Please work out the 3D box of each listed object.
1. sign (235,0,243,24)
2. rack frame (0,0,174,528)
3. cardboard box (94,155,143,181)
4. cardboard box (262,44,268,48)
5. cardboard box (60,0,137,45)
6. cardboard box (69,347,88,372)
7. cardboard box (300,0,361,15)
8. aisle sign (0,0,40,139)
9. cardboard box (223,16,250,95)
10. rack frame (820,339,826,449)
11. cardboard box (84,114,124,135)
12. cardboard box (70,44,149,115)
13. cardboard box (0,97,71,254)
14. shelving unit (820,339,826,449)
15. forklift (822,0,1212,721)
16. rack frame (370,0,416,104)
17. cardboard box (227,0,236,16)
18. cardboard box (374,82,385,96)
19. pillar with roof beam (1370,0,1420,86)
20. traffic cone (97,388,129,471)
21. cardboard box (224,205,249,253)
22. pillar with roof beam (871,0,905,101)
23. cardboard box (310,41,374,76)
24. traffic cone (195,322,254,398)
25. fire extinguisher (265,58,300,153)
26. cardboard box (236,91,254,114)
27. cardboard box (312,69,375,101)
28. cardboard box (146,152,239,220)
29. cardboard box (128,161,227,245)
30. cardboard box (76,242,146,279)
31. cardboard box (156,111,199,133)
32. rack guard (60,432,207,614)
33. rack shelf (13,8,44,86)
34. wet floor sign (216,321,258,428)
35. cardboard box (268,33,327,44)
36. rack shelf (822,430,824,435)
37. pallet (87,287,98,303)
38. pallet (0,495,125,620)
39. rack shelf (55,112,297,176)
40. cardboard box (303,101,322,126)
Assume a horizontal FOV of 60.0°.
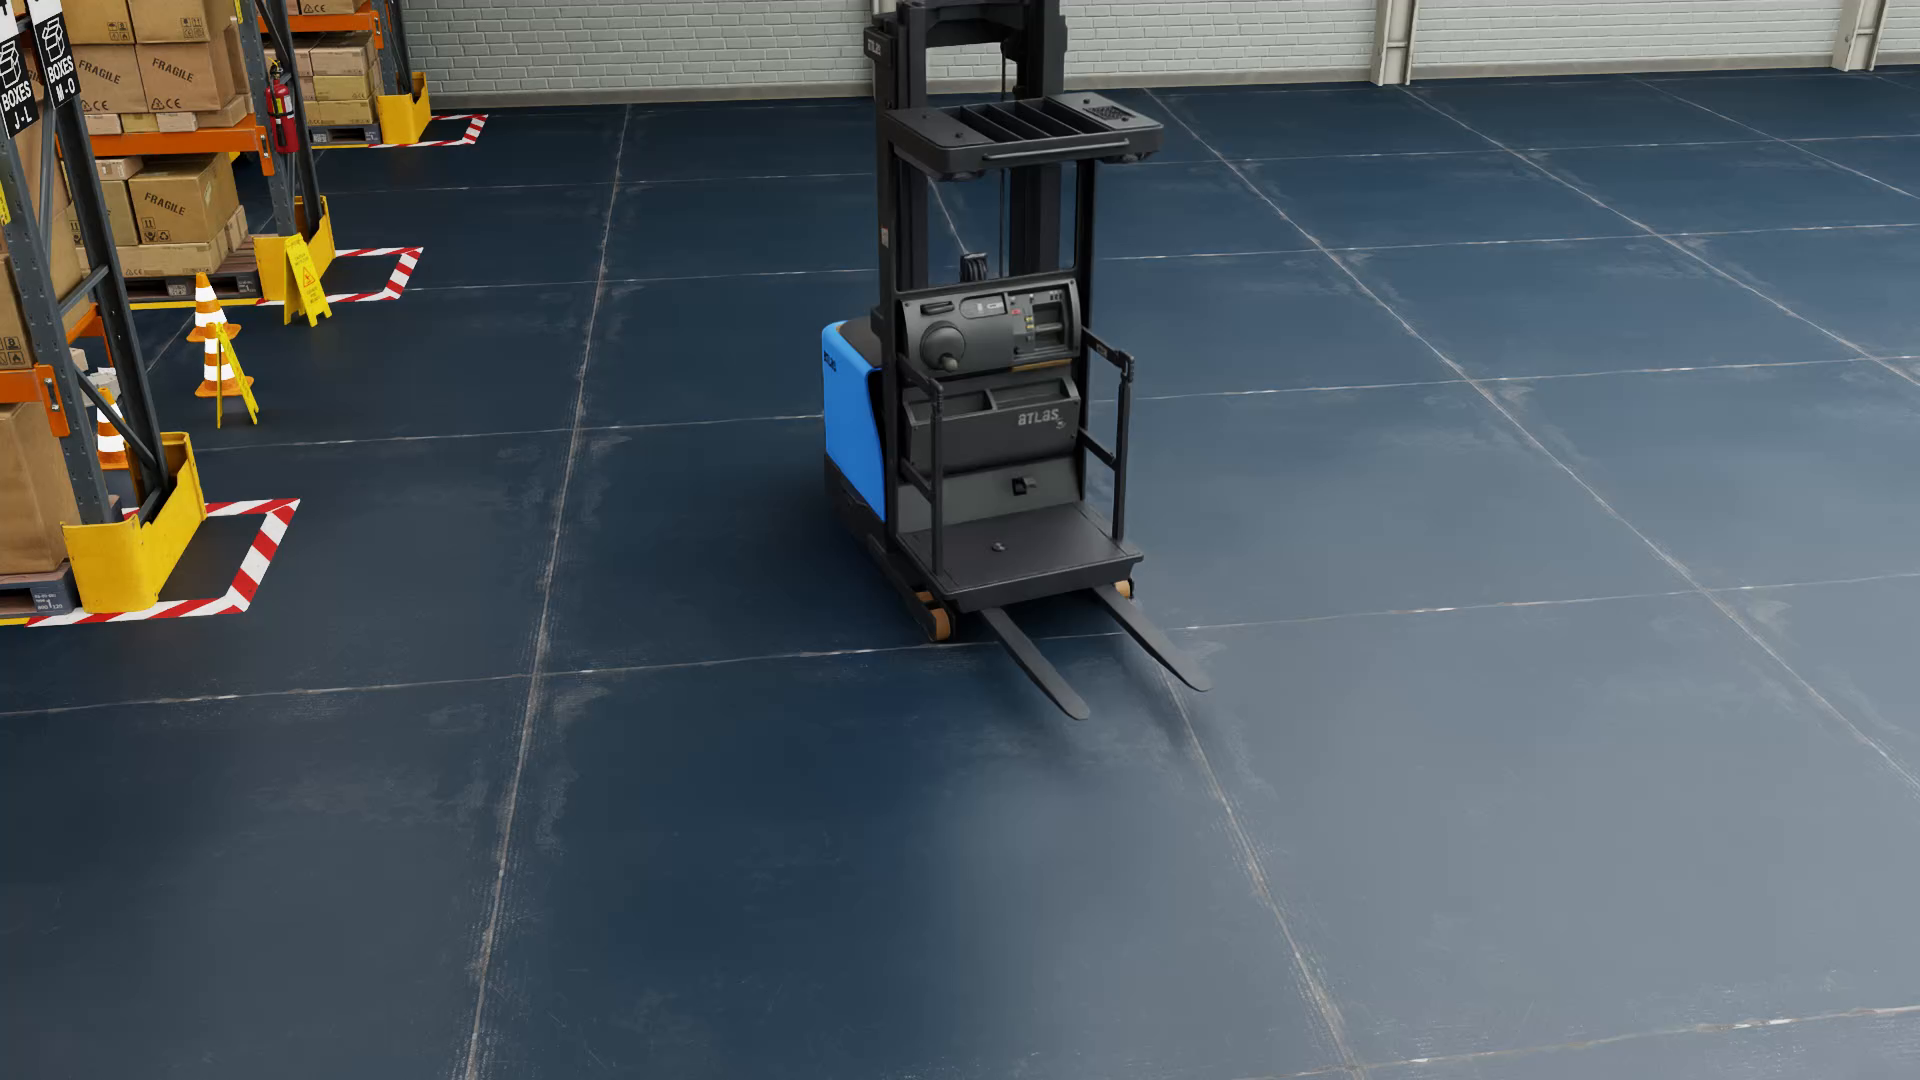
[{"bbox_3d":[-5.164,-3.859,11.871,0.005,0.325,0.100,-4,27,-7],"label":"sign"},{"bbox_3d":[-4.432,-1.224,8.350,0.127,3.000,1.000,-4,27,-7],"label":"rack frame"},{"bbox_3d":[-6.333,-2.819,12.477,0.250,0.149,0.380,-3,27,-6],"label":"cardboard box"},{"bbox_3d":[-7.333,-4.865,16.903,0.500,0.250,0.500,-3,27,-6],"label":"cardboard box"},{"bbox_3d":[-6.199,-3.917,12.068,0.500,0.500,0.700,-3,27,-7],"label":"cardboard box"},{"bbox_3d":[-6.238,-1.190,11.407,0.250,0.149,0.380,10,29,19],"label":"cardboard box"},{"bbox_3d":[-6.368,-5.594,16.756,0.500,0.500,0.500,-4,27,-8],"label":"cardboard box"},{"bbox_3d":[-4.320,-2.250,7.501,0.004,0.787,0.394,-4,27,-7],"label":"aisle sign"},{"bbox_3d":[-5.730,-3.727,12.793,0.500,0.500,0.500,-4,27,-8],"label":"cardboard box"},{"bbox_3d":[-0.688,-0.735,9.697,0.240,0.900,0.006,8,28,16],"label":"rack frame"},{"bbox_3d":[-6.305,-3.120,12.320,0.250,0.149,0.380,-3,27,-6],"label":"cardboard box"},{"bbox_3d":[-6.217,-3.443,12.240,0.500,0.500,0.500,-4,27,-7],"label":"cardboard box"},{"bbox_3d":[-4.805,-1.765,8.057,0.550,0.550,0.875,-4,27,-7],"label":"cardboard box"},{"bbox_3d":[-0.657,-0.780,9.784,0.258,0.900,0.210,8,28,16],"label":"shelving unit"},{"bbox_3d":[0.245,-1.019,8.025,1.130,2.935,3.031,-11,29,-20],"label":"forklift"},{"bbox_3d":[-5.917,-5.699,17.071,0.127,3.000,1.000,-4,27,-7],"label":"rack frame"},{"bbox_3d":[-7.390,-5.532,16.636,0.500,0.500,0.500,-4,27,-8],"label":"cardboard box"},{"bbox_3d":[-6.431,-4.720,17.714,0.500,0.250,0.500,-4,27,-7],"label":"cardboard box"},{"bbox_3d":[5.751,-7.548,14.104,0.400,9.000,9.100,-4,27,-7],"label":"pillar with roof beam"},{"bbox_3d":[-5.156,-0.704,10.114,0.334,0.463,0.336,-4,27,-7],"label":"traffic cone"},{"bbox_3d":[-6.059,-2.493,13.374,0.500,0.250,0.500,-4,27,-8],"label":"cardboard box"},{"bbox_3d":[-0.191,-7.167,13.360,0.400,9.000,9.100,-4,27,-7],"label":"pillar with roof beam"},{"bbox_3d":[-6.330,-4.937,17.043,0.500,0.250,0.500,-3,27,-5],"label":"cardboard box"},{"bbox_3d":[-4.977,-1.236,11.152,0.334,0.463,0.336,-4,27,-7],"label":"traffic cone"},{"bbox_3d":[-5.044,-3.220,12.324,0.183,0.674,0.296,-4,27,-7],"label":"fire extinguisher"},{"bbox_3d":[-5.587,-3.416,12.896,0.250,0.149,0.380,-4,27,-7],"label":"cardboard box"},{"bbox_3d":[-6.356,-4.713,17.153,0.500,0.250,0.500,-4,27,-8],"label":"cardboard box"},{"bbox_3d":[-6.083,-2.824,13.199,0.500,0.500,0.500,-5,28,-9],"label":"cardboard box"},{"bbox_3d":[-5.979,-2.584,12.730,0.500,0.500,0.500,-4,27,-7],"label":"cardboard box"},{"bbox_3d":[-6.499,-2.216,12.836,0.500,0.250,0.500,-4,27,-7],"label":"cardboard box"},{"bbox_3d":[-5.798,-3.157,12.392,0.250,0.149,0.380,-4,27,-8],"label":"cardboard box"},{"bbox_3d":[-4.408,-0.113,8.923,0.348,0.500,1.175,-4,27,-7],"label":"rack guard"},{"bbox_3d":[-6.413,-2.111,7.581,4.000,0.370,1.077,-4,27,-7],"label":"rack shelf"},{"bbox_3d":[-4.679,-1.074,10.635,0.232,0.644,0.267,-8,28,-16],"label":"wet floor sign"},{"bbox_3d":[-6.914,-5.129,17.417,0.500,0.250,0.500,-4,27,-7],"label":"cardboard box"},{"bbox_3d":[-0.657,-0.670,9.840,0.258,0.077,0.200,8,28,16],"label":"rack shelf"},{"bbox_3d":[-7.312,-2.098,13.108,1.213,0.211,1.003,-4,27,-7],"label":"pallet"},{"bbox_3d":[-5.213,0.103,8.818,1.213,0.211,1.003,-4,27,-7],"label":"pallet"},{"bbox_3d":[-7.202,-3.008,12.615,4.000,0.370,1.077,-4,27,-7],"label":"rack shelf"},{"bbox_3d":[-6.832,-4.462,17.213,0.500,0.250,0.500,-4,27,-7],"label":"cardboard box"}]
